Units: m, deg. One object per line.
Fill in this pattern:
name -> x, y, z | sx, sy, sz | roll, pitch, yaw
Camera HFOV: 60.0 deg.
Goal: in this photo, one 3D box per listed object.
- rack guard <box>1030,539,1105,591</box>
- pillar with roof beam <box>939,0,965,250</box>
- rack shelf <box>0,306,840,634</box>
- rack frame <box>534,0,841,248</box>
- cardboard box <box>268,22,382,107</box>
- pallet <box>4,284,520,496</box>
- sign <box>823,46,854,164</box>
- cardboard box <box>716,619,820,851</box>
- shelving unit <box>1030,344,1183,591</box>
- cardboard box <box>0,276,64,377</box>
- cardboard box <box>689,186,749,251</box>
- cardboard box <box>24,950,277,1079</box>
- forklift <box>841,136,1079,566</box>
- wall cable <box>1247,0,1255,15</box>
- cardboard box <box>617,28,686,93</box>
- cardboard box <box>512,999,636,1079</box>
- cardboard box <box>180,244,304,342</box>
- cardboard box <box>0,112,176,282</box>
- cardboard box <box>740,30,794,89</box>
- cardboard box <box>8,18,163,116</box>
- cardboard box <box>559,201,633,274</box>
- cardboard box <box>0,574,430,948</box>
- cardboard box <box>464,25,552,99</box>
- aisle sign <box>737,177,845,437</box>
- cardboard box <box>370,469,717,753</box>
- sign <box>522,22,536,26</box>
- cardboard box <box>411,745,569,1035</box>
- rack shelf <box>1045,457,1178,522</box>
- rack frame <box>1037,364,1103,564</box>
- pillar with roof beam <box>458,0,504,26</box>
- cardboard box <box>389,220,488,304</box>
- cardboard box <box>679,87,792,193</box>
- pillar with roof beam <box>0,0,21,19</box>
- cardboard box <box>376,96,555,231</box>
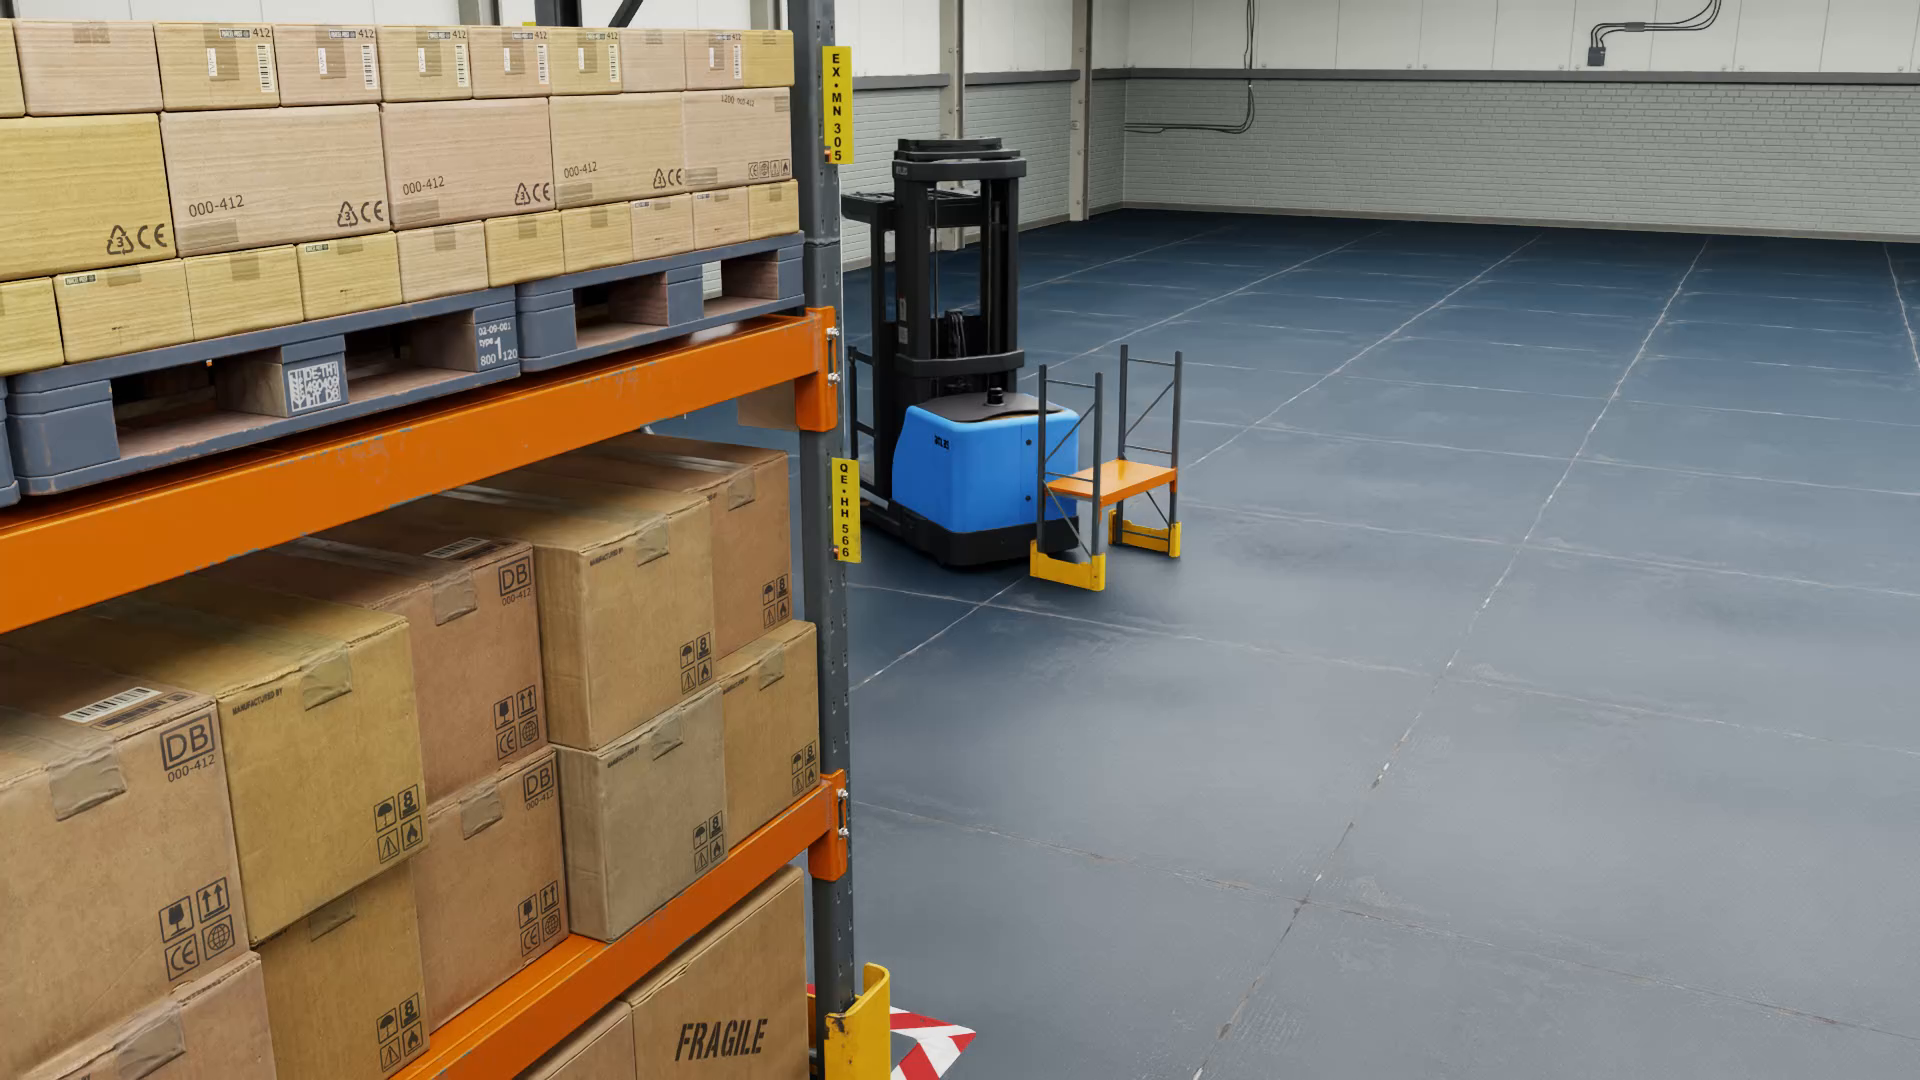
rack guard -> 0.741, 0.172, 11.505 | 0.587, 0.250, 0.087 | 13, 21, 36
pillar with roof beam -> 3.711, -9.107, 27.382 | 9.100, 9.000, 0.400 | 8, 18, 25
rack shelf -> -1.725, -0.078, 3.513 | 1.077, 0.370, 4.000 | 8, 18, 25
rack frame -> -0.832, -2.370, 4.698 | 1.000, 3.000, 0.127 | 8, 18, 25
cardboard box -> -1.360, -0.926, 3.231 | 0.380, 0.149, 0.250 | 8, 18, 26
pallet -> -1.698, -0.387, 3.447 | 1.003, 0.211, 1.213 | 8, 18, 25
sign -> -0.352, -1.246, 4.766 | 0.100, 0.325, 0.005 | 8, 18, 25
cardboard box -> -0.957, 0.534, 5.194 | 0.875, 0.550, 0.550 | 8, 18, 25
shelving unit -> 1.049, -0.538, 11.703 | 0.587, 1.500, 1.083 | 13, 21, 36
cardboard box -> -1.699, -0.351, 2.697 | 0.380, 0.149, 0.250 | 8, 18, 24
cardboard box -> -0.790, -0.869, 4.441 | 0.380, 0.149, 0.250 | 8, 18, 26
cardboard box -> -1.893, 1.092, 3.316 | 0.875, 0.550, 0.550 | 8, 18, 25
forklift -> -0.265, -1.595, 12.745 | 1.130, 2.935, 3.031 | -8, 19, -26
wall cable -> 7.460, -12.354, 34.896 | 3.097, 2.526, 0.112 | 8, 18, 25
cardboard box -> -0.906, -1.185, 4.106 | 0.380, 0.149, 0.250 | 8, 19, 26
cardboard box -> -1.467, 1.729, 4.430 | 0.875, 0.875, 0.875 | 8, 18, 25
cardboard box -> -1.473, -0.479, 3.128 | 0.380, 0.149, 0.250 | 8, 18, 26
cardboard box -> -1.701, -0.579, 2.766 | 0.500, 0.250, 0.500 | 8, 18, 25
cardboard box -> -0.678, -1.314, 4.539 | 0.380, 0.149, 0.250 | 8, 18, 26
cardboard box -> -1.585, -0.798, 2.802 | 0.380, 0.149, 0.250 | 8, 18, 25
cardboard box -> -1.018, -0.739, 4.004 | 0.380, 0.149, 0.250 | 8, 18, 26
cardboard box -> -1.687, 0.435, 3.632 | 0.875, 0.550, 0.500 | 8, 18, 25
cardboard box -> -1.133, -1.056, 3.670 | 0.380, 0.149, 0.250 | 8, 18, 26
aisle sign -> -0.532, -0.720, 5.115 | 0.394, 0.787, 0.004 | 8, 18, 25
cardboard box -> -1.195, 0.158, 4.565 | 0.875, 0.550, 0.550 | 8, 18, 25
sign -> -1.325, -1.461, 5.233 | 0.100, 0.325, 0.005 | 8, 18, 25
cardboard box -> -1.546, 0.804, 4.286 | 0.875, 0.550, 0.550 | 8, 18, 25
rack shelf -> 1.054, -0.368, 11.761 | 0.538, 0.185, 1.000 | 13, 21, 36
rack frame -> 0.741, -0.427, 11.326 | 0.500, 1.500, 0.032 | 13, 21, 36
pillar with roof beam -> -1.651, -6.051, 17.091 | 9.100, 9.000, 0.400 | 8, 18, 25
cardboard box -> -1.245, -0.609, 3.568 | 0.380, 0.149, 0.250 | 8, 18, 26
cardboard box -> -0.800, -1.092, 4.491 | 0.500, 0.250, 0.500 | 8, 18, 26
pillar with roof beam -> -4.332, -4.522, 11.945 | 9.100, 9.000, 0.400 | 8, 18, 25
cardboard box -> -1.250, -0.837, 3.632 | 0.500, 0.250, 0.500 | 8, 18, 25
